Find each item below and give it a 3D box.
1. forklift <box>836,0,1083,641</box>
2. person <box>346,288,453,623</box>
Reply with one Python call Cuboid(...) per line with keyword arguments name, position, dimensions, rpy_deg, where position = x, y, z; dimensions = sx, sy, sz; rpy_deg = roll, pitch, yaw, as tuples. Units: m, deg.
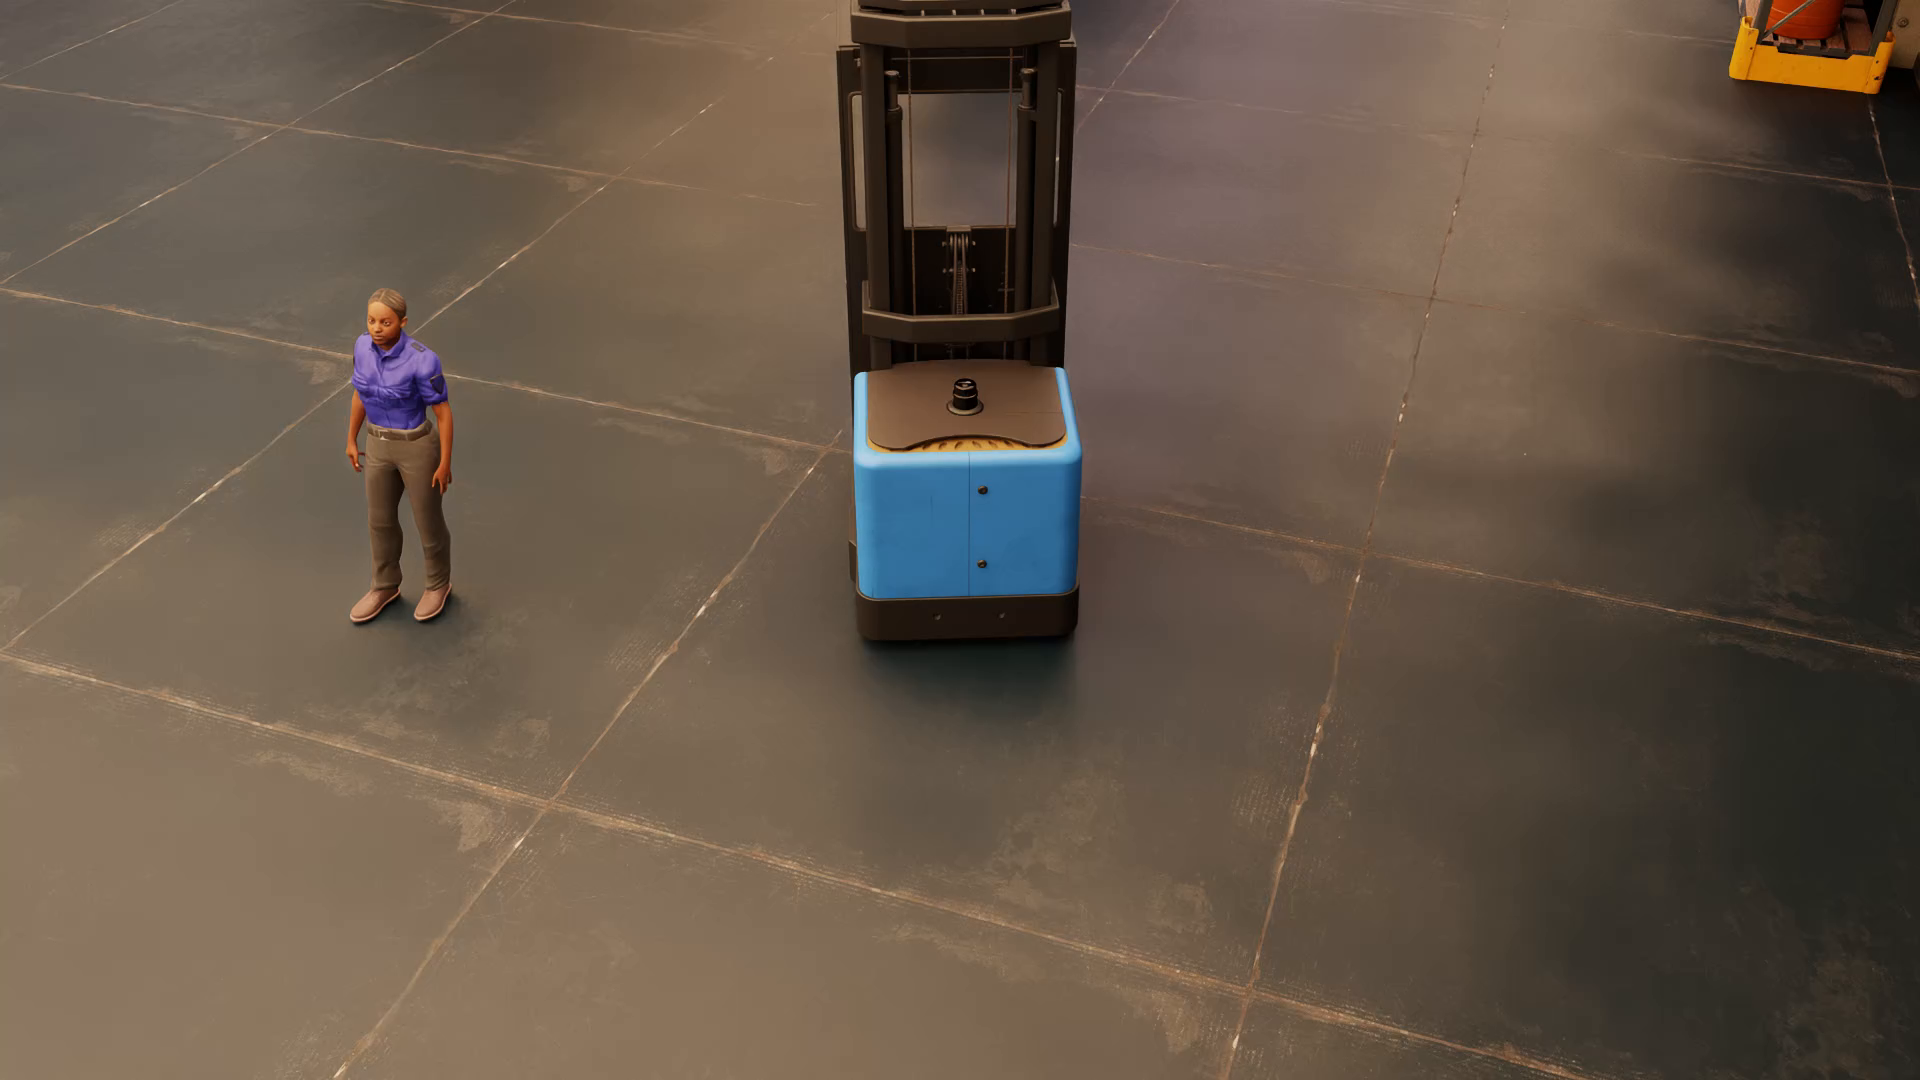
Cuboid(name="forklift", position=(-0.029, -1.547, 8.293), dimensions=(1.130, 2.935, 3.031), rpy_deg=(-2, 35, -2))
Cuboid(name="person", position=(-2.634, -0.362, 7.714), dimensions=(0.573, 1.655, 0.503), rpy_deg=(11, 37, 15))
